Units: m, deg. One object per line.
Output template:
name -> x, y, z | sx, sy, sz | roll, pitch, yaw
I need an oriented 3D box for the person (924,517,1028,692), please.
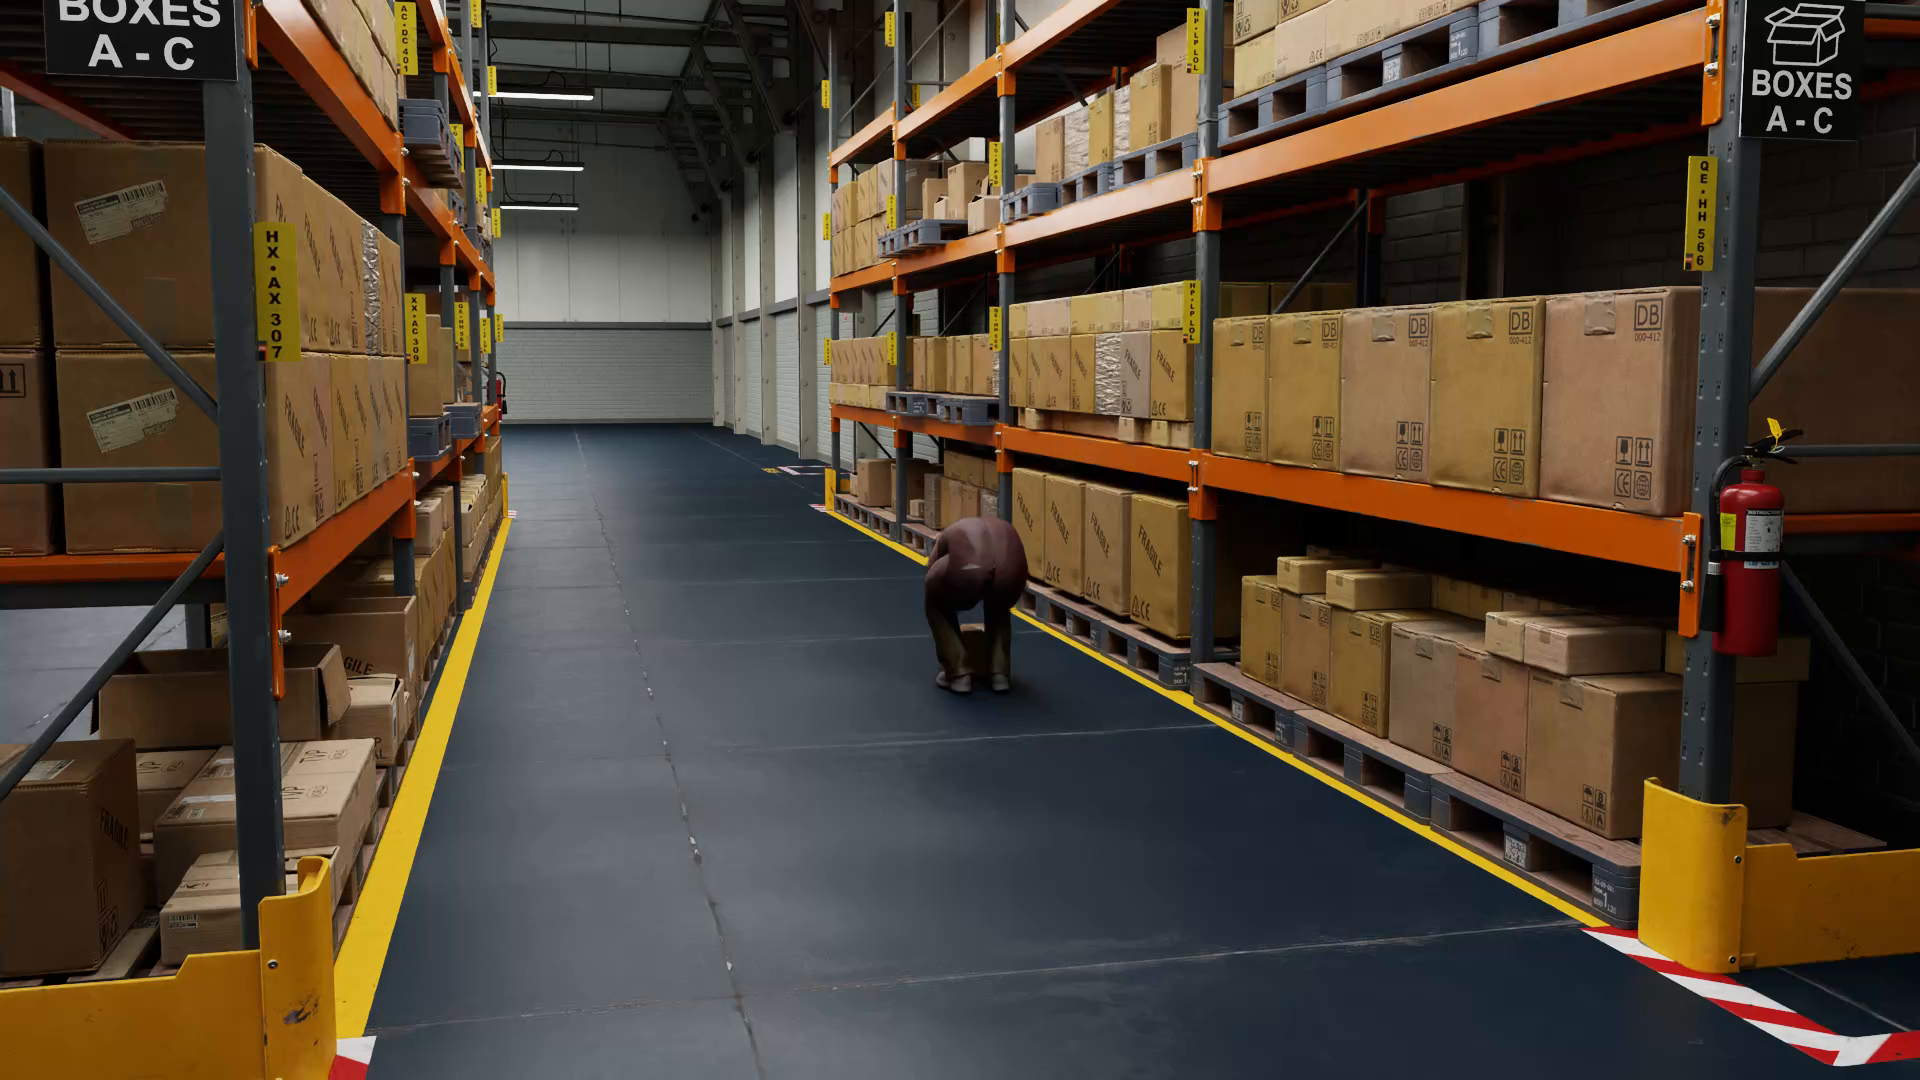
person -> 0.053, 0.329, 9.184 | 0.583, 0.952, 0.944 | -2, 6, -16
